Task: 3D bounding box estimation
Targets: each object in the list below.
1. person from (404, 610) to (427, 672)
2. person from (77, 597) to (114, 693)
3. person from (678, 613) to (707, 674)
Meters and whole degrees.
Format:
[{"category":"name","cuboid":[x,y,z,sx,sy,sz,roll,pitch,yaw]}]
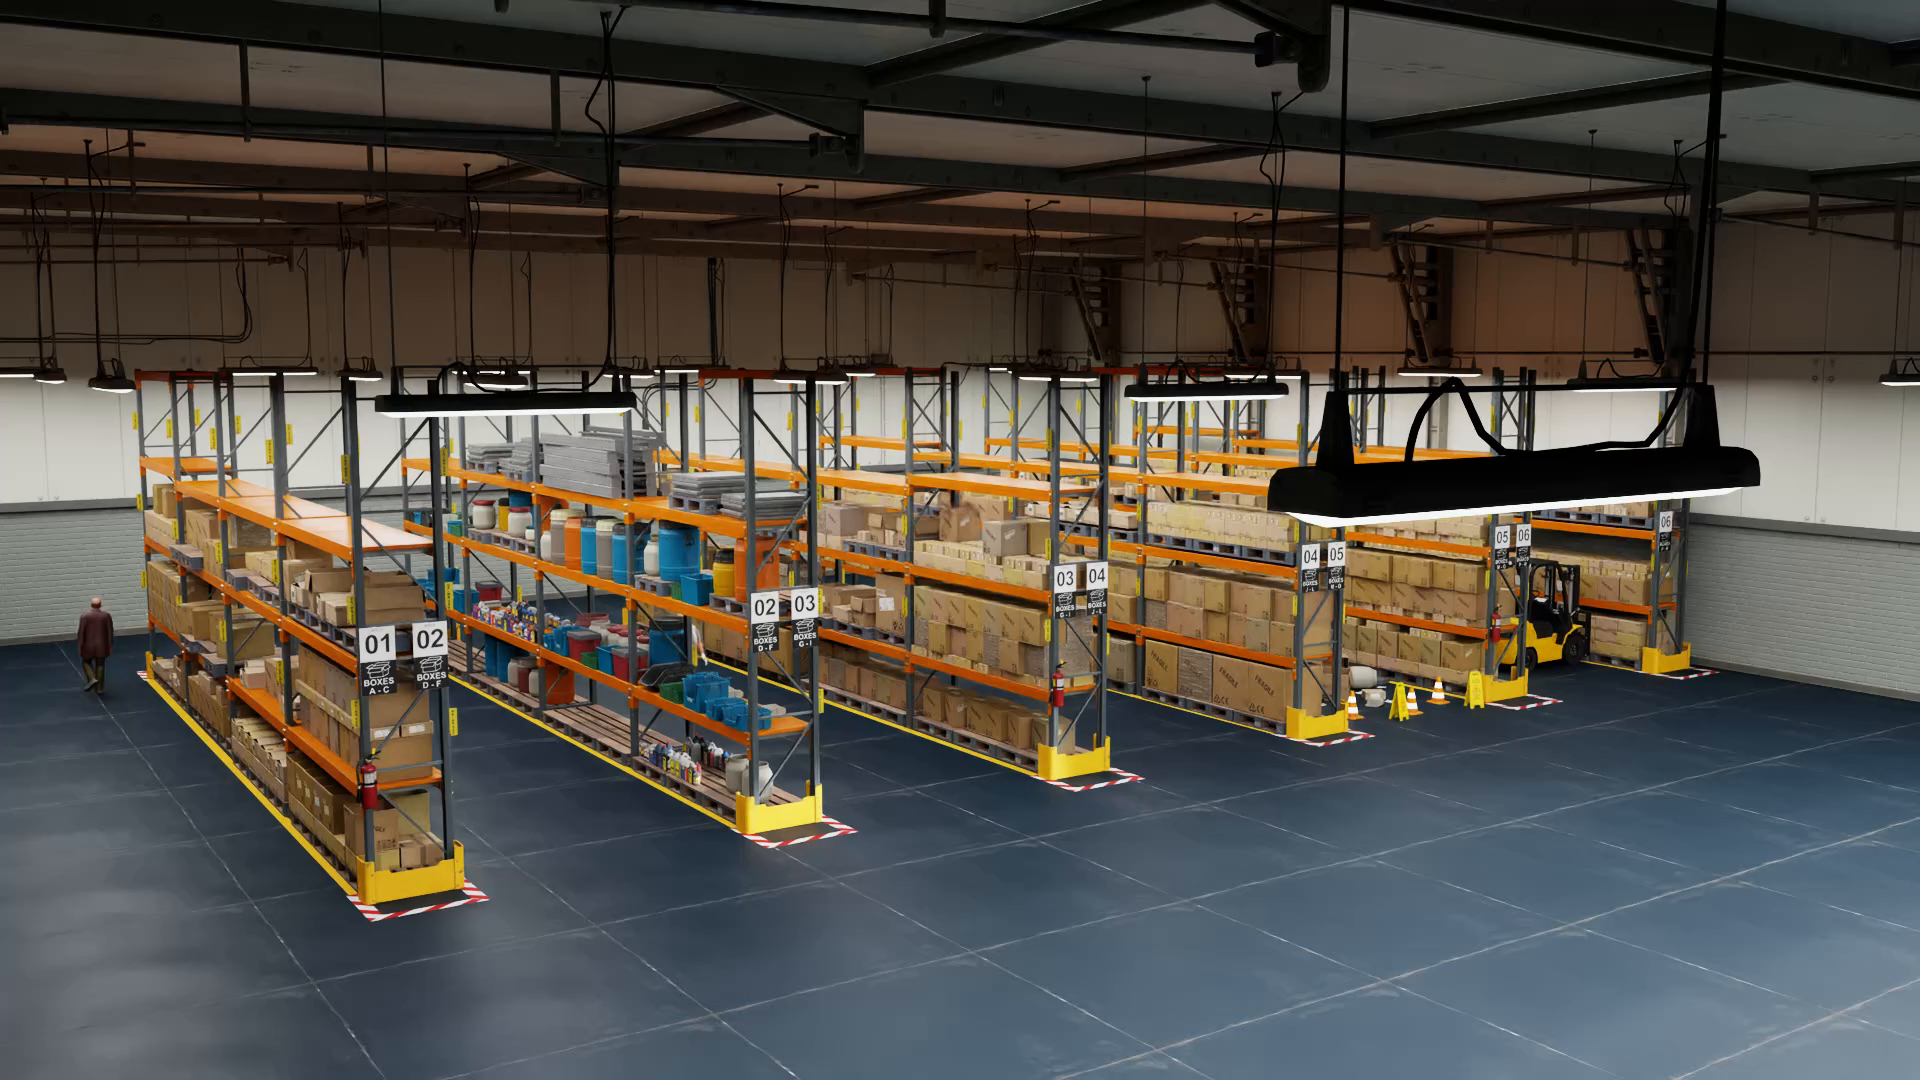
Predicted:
[{"category":"person","cuboid":[-10.582,1.892,31.990,0.675,1.682,0.649,-3,7,-21]},{"category":"person","cuboid":[-16.030,1.959,30.850,0.621,1.774,0.564,-4,8,-32]},{"category":"person","cuboid":[-4.831,2.112,29.515,0.653,1.723,1.034,-4,8,-32]}]
